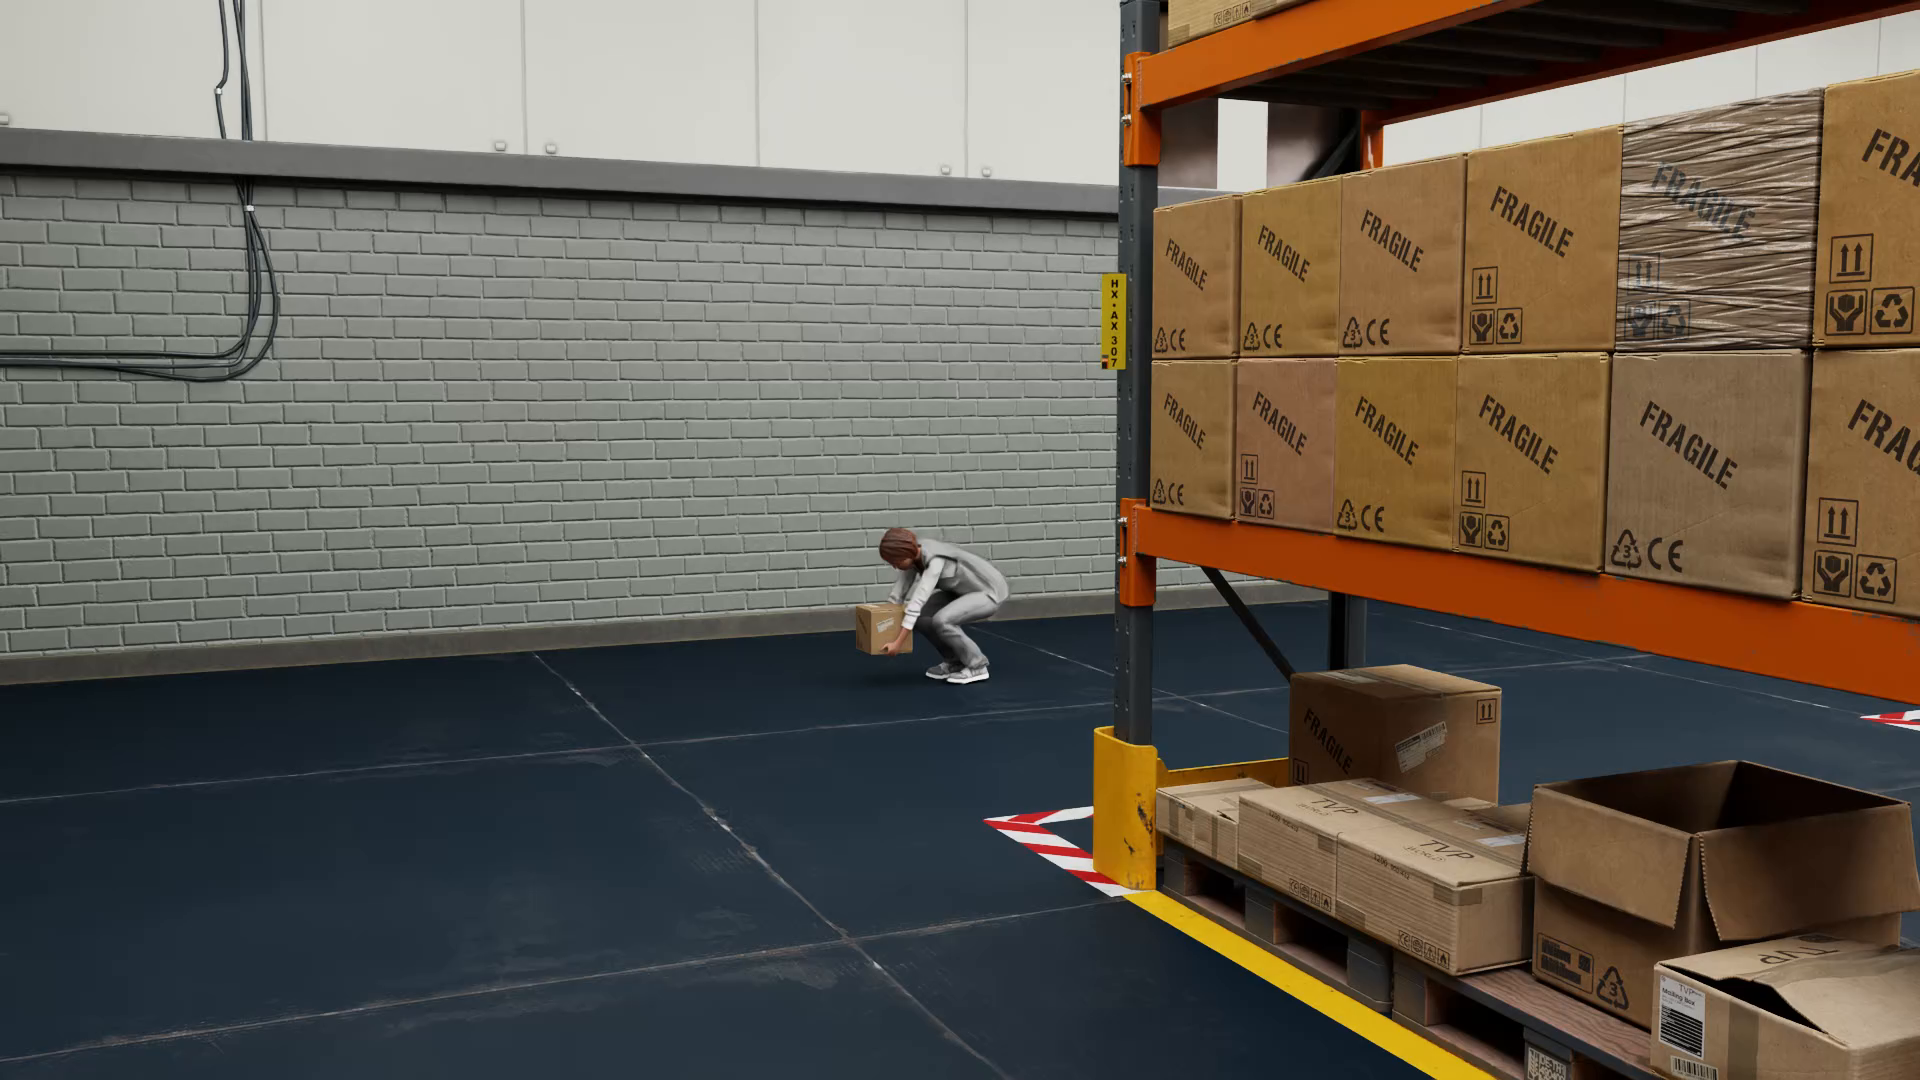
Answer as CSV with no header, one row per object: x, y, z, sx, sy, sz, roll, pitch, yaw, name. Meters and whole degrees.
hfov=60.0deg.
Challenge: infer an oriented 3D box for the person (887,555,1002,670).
-0.066,0.374,9.561,0.704,0.742,0.418,-3,6,-25,person
